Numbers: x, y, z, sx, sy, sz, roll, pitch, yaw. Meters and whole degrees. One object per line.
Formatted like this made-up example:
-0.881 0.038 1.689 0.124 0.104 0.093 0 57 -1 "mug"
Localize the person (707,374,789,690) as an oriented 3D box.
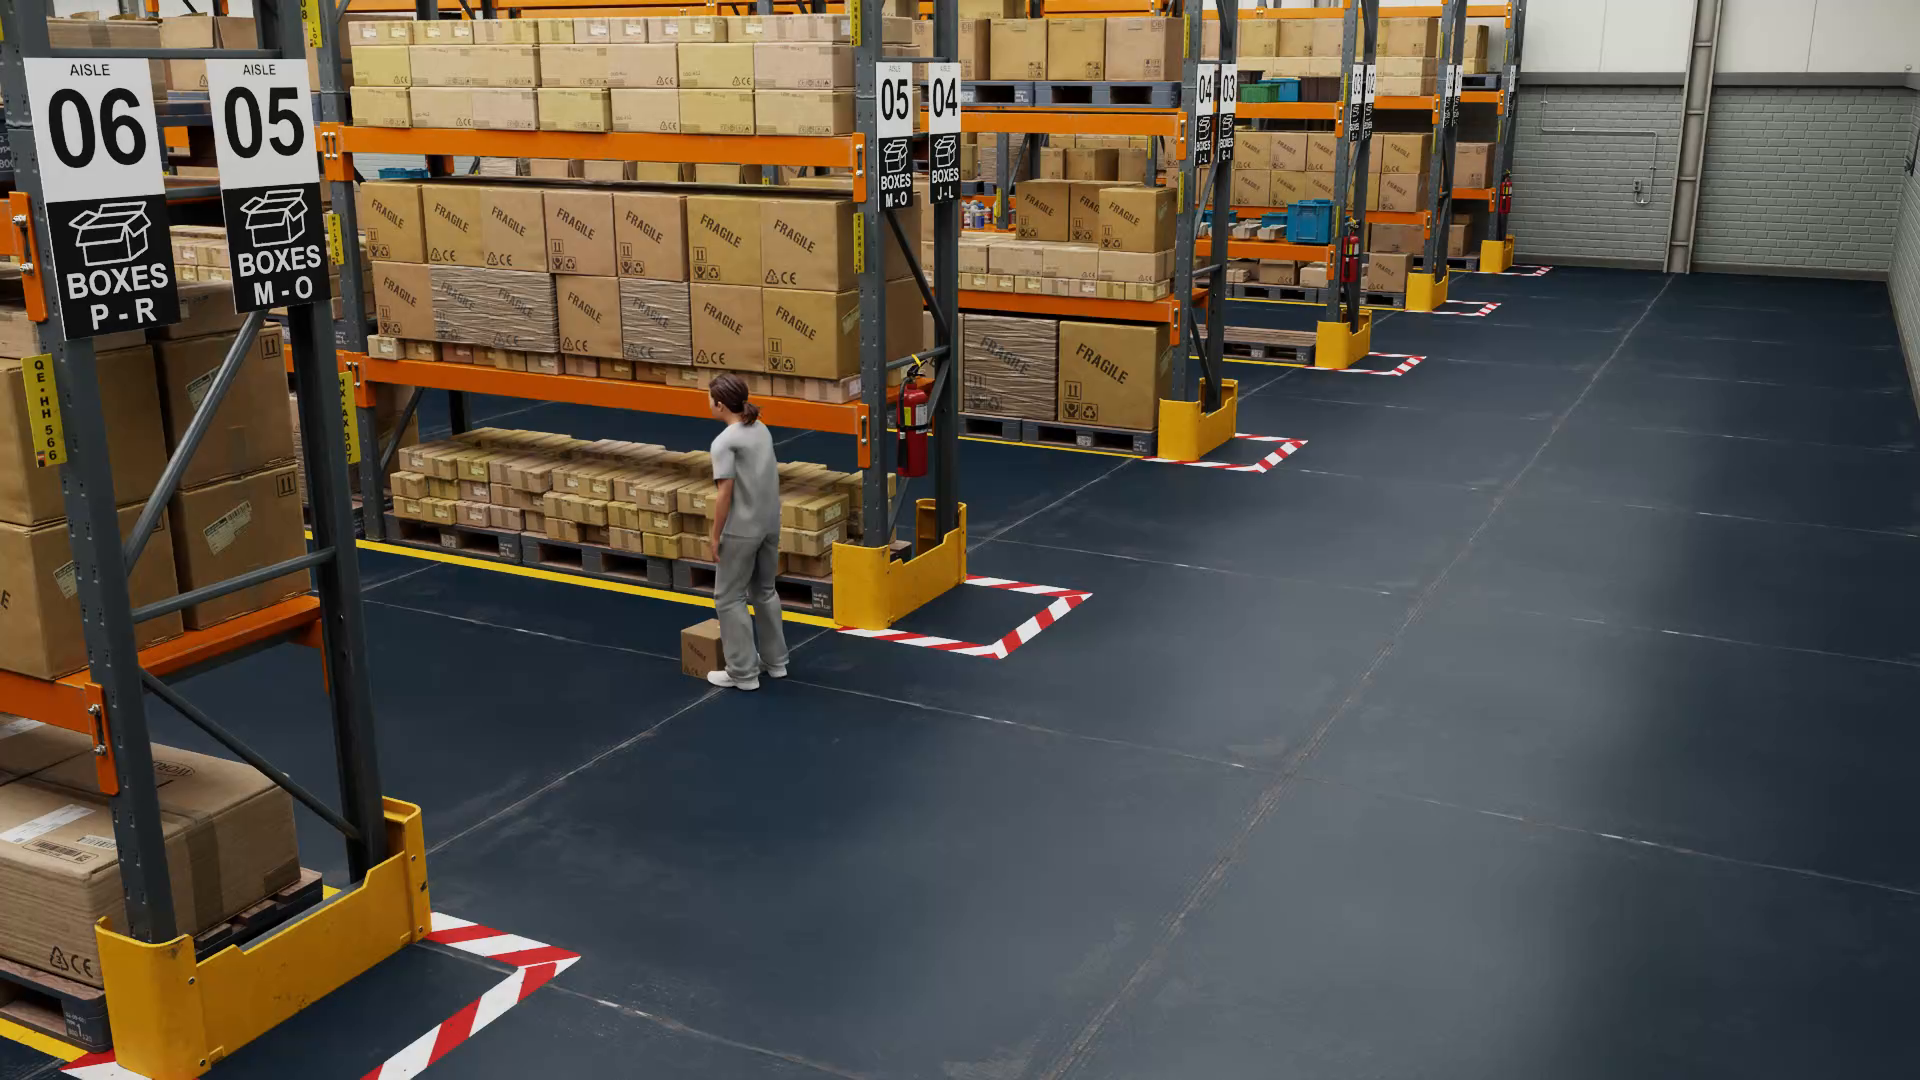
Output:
-1.130 -0.045 8.700 0.370 1.666 0.514 10 18 30 "person"
